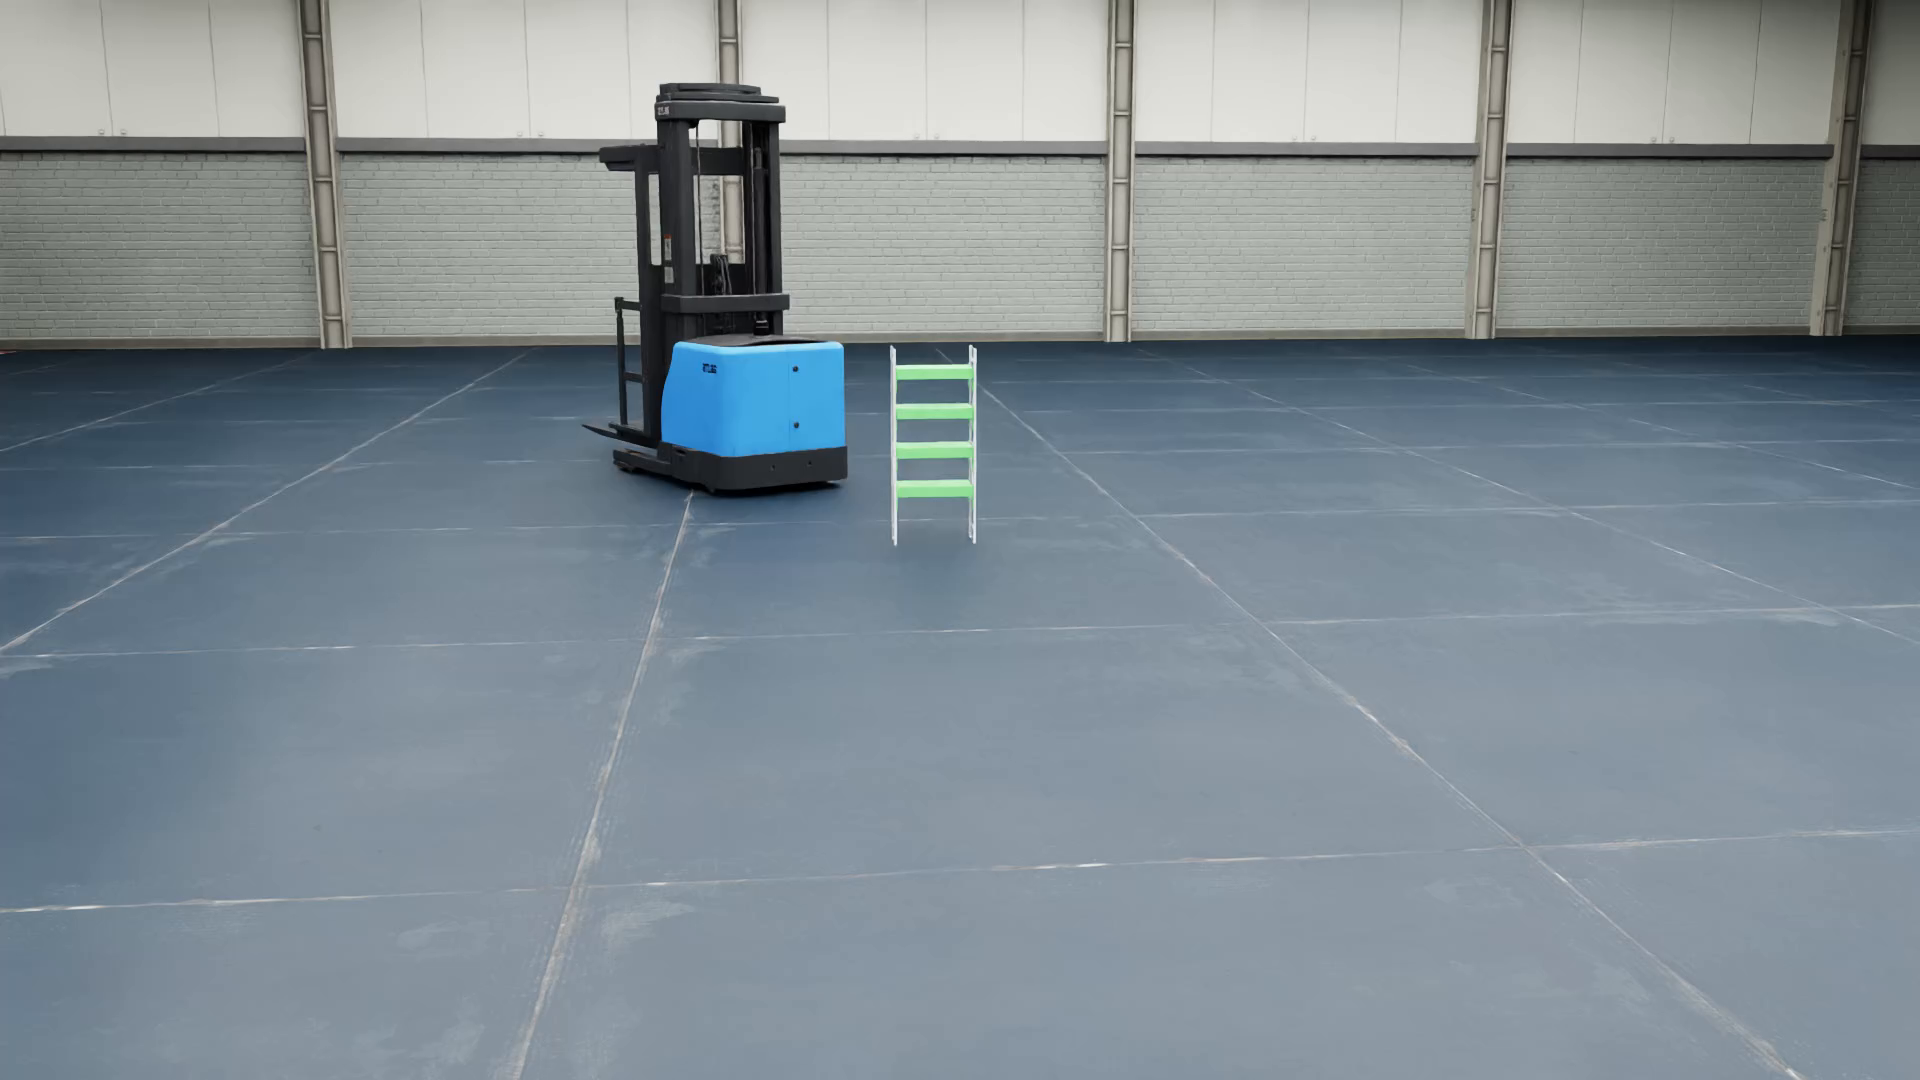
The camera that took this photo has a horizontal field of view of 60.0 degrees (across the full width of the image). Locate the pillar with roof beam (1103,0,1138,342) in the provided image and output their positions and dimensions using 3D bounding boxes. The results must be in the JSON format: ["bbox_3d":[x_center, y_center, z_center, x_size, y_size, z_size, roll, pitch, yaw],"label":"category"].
[{"bbox_3d":[2.960,-6.753,21.389,0.400,9.000,9.100,-1,11,-6],"label":"pillar with roof beam"}]

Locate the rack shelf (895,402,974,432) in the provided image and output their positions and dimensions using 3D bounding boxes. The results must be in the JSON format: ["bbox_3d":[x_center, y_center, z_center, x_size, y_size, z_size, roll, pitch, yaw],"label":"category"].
[{"bbox_3d":[-0.165,-0.758,10.201,0.480,0.148,0.258,-1,11,-6],"label":"rack shelf"}]

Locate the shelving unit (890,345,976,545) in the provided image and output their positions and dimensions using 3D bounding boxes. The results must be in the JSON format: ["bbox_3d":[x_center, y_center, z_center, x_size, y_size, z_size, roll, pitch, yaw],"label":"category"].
[{"bbox_3d":[-0.165,-0.585,10.235,0.503,1.200,0.258,-1,11,-6],"label":"shelving unit"}]

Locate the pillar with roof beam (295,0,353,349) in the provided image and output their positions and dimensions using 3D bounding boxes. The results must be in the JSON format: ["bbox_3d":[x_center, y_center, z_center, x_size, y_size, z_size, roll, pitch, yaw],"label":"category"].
[{"bbox_3d":[-8.970,-6.503,20.117,0.400,9.000,9.100,-1,11,-6],"label":"pillar with roof beam"}]

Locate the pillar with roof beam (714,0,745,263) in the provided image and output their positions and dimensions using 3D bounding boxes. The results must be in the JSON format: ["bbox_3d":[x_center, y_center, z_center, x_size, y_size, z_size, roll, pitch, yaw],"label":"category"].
[{"bbox_3d":[-3.005,-6.628,20.753,0.400,9.000,9.100,-1,11,-6],"label":"pillar with roof beam"}]

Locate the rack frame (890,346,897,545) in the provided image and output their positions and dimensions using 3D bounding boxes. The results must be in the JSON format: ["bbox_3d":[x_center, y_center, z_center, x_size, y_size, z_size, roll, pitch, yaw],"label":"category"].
[{"bbox_3d":[-0.407,-0.580,10.209,0.015,1.200,0.240,-1,11,-6],"label":"rack frame"}]

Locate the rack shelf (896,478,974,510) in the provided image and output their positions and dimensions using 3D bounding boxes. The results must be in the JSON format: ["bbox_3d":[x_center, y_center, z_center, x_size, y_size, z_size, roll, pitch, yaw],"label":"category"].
[{"bbox_3d":[-0.165,-0.287,10.293,0.480,0.148,0.258,-1,11,-6],"label":"rack shelf"}]

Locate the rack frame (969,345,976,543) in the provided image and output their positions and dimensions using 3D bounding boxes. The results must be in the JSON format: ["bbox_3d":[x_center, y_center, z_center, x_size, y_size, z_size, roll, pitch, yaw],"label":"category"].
[{"bbox_3d":[0.078,-0.590,10.261,0.015,1.200,0.240,-1,11,-6],"label":"rack frame"}]

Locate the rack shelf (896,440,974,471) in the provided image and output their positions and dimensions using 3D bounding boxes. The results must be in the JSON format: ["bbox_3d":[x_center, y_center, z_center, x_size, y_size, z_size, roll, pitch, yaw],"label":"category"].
[{"bbox_3d":[-0.165,-0.523,10.247,0.480,0.148,0.258,-1,11,-6],"label":"rack shelf"}]

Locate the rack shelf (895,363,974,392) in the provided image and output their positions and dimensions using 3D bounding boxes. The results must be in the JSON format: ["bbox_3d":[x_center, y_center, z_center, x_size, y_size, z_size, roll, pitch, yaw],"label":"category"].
[{"bbox_3d":[-0.165,-0.994,10.154,0.480,0.148,0.258,-1,11,-6],"label":"rack shelf"}]

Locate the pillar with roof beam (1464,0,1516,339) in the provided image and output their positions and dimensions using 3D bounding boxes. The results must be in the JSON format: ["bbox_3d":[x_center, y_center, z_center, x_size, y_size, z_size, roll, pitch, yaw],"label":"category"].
[{"bbox_3d":[8.925,-6.878,22.024,0.400,9.000,9.100,-1,11,-6],"label":"pillar with roof beam"}]

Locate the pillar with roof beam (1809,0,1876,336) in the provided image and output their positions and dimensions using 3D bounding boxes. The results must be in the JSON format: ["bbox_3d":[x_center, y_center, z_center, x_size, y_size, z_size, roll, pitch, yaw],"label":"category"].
[{"bbox_3d":[14.890,-7.003,22.660,0.400,9.000,9.100,-1,11,-6],"label":"pillar with roof beam"}]

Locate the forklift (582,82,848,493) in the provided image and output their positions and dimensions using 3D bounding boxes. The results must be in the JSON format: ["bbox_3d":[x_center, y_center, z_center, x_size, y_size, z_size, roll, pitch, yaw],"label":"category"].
[{"bbox_3d":[-2.097,-2.010,12.993,1.130,2.935,3.031,-8,14,-35],"label":"forklift"}]
